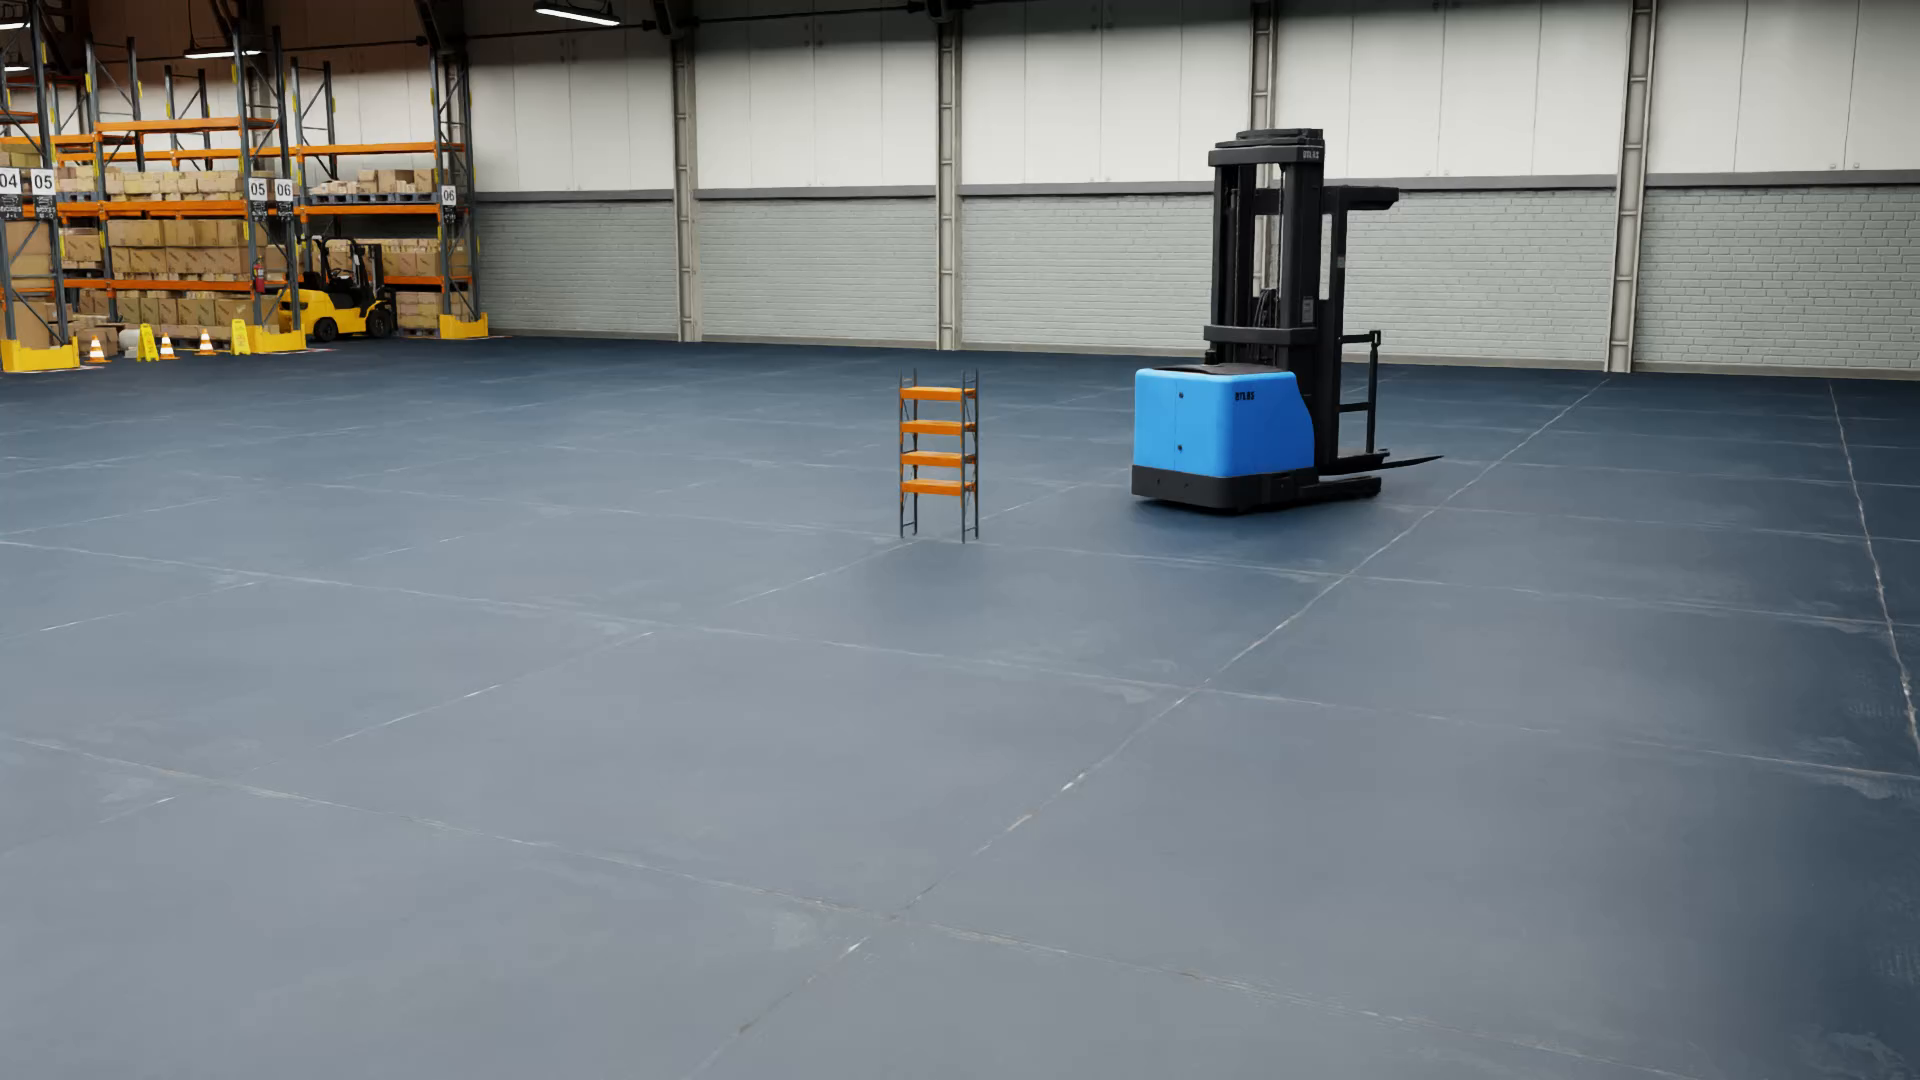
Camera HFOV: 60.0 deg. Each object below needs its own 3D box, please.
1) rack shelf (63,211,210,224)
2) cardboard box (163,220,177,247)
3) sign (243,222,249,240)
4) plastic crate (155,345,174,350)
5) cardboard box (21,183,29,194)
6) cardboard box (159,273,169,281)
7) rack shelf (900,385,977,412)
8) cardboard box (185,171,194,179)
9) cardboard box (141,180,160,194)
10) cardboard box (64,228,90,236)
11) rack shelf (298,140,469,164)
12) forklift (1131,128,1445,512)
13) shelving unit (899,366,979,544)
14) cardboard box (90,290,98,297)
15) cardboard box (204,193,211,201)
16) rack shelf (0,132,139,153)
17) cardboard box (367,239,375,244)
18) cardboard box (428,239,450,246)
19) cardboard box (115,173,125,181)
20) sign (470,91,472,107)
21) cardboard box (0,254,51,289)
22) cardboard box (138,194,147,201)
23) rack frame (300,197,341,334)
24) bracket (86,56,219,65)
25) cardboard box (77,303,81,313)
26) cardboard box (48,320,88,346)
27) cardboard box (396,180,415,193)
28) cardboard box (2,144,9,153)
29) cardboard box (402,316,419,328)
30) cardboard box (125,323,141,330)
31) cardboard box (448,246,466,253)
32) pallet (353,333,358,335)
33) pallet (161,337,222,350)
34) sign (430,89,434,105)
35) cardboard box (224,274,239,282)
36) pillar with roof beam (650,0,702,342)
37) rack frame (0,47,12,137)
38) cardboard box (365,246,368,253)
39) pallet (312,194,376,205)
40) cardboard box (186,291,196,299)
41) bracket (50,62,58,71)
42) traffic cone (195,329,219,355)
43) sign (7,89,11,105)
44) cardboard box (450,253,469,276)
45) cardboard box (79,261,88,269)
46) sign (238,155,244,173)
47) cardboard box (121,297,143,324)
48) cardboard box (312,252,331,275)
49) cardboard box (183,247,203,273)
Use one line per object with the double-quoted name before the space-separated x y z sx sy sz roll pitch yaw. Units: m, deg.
"rack shelf" -19.715 -7.781 39.900 4.000 0.370 1.077 5 11 26
"cardboard box" -14.834 -5.898 31.970 0.500 0.500 0.700 5 11 25
"sign" -13.203 -5.717 30.755 0.005 0.325 0.100 5 11 26
"plastic crate" -15.482 -3.702 31.961 0.583 0.080 0.402 1 10 6
"cardboard box" -18.733 -7.120 33.935 0.637 0.503 0.797 5 11 26
"cardboard box" -15.243 -5.092 32.145 0.250 0.149 0.380 5 11 26
"rack shelf" -0.148 -0.990 11.625 0.480 0.148 0.258 5 11 26
"cardboard box" -14.469 -6.920 31.585 0.250 0.149 0.380 5 11 24
"cardboard box" -15.343 -6.783 31.949 0.500 0.250 0.500 5 11 26
"cardboard box" -17.664 -6.167 33.268 0.250 0.149 0.380 5 11 24
"rack shelf" -12.540 -8.430 36.185 4.000 0.370 1.077 5 11 26
"forklift" 2.852 -1.842 13.680 3.031 2.935 1.130 -8 13 -38
"shelving unit" -0.148 -0.603 11.695 0.503 1.200 0.258 5 11 26
"cardboard box" -21.022 -6.033 40.658 0.250 0.149 0.380 5 11 24
"cardboard box" -14.042 -6.486 31.425 0.250 0.149 0.380 5 11 26
"rack shelf" -18.320 -7.952 33.545 4.000 0.370 1.077 5 11 26
"cardboard box" -12.757 -6.523 36.413 0.250 0.149 0.380 5 11 26
"cardboard box" -11.161 -6.381 35.626 0.250 0.149 0.380 5 11 26
"cardboard box" -16.143 -7.046 32.280 0.250 0.149 0.380 5 12 28
"sign" -10.496 -9.449 35.604 0.005 0.325 0.100 5 11 26
"cardboard box" -15.392 -4.376 27.063 0.550 0.550 0.875 5 11 26
"cardboard box" -15.668 -6.625 32.194 0.250 0.149 0.380 5 12 28
"rack frame" -14.334 -6.187 37.490 0.127 3.000 1.000 5 11 26
"bracket" -19.193 -11.445 39.594 4.783 0.066 0.076 5 11 26
"cardboard box" -21.996 -5.790 41.672 0.500 0.311 0.500 5 12 28
"cardboard box" -16.477 -3.723 30.508 0.503 0.637 0.797 5 11 26
"cardboard box" -11.852 -7.574 35.650 0.258 0.266 0.396 5 11 26
"cardboard box" -15.422 -6.377 27.129 0.250 0.149 0.380 5 11 26
"cardboard box" -11.750 -4.752 36.107 0.500 0.250 0.500 5 11 26
"cardboard box" -16.117 -4.158 32.821 0.500 0.250 0.500 4 11 23
"cardboard box" -10.936 -6.308 36.059 0.250 0.149 0.380 5 11 24
"pallet" -13.639 -4.745 37.355 1.213 0.211 1.003 5 11 26
"pallet" -14.811 -3.878 32.566 1.213 0.211 1.003 5 11 26
"sign" -11.000 -9.236 34.652 0.005 0.325 0.100 5 11 26
"cardboard box" -13.646 -4.952 31.376 0.250 0.149 0.380 5 11 25
"pillar with roof beam" -7.496 -7.862 29.902 0.548 9.000 9.100 5 11 26
"rack frame" -20.114 -8.661 34.316 0.127 3.000 1.000 5 11 26
"cardboard box" -12.787 -6.363 36.362 0.250 0.149 0.380 5 11 25
"pallet" -13.557 -7.556 36.883 1.213 0.211 1.003 5 11 26
"cardboard box" -14.592 -4.701 31.898 0.250 0.149 0.380 6 12 28
"bracket" -22.263 -11.715 41.085 0.430 0.232 0.235 5 11 26
"traffic cone" -13.896 -3.658 30.642 0.334 0.463 0.336 5 11 26
"sign" -19.883 -9.247 34.709 0.005 0.325 0.100 5 11 26
"cardboard box" -11.068 -6.004 36.201 0.500 0.500 0.500 5 12 28
"cardboard box" -17.339 -5.497 33.204 0.250 0.149 0.380 5 11 24
"sign" -13.203 -6.903 30.540 0.005 0.325 0.100 5 11 26
"cardboard box" -16.117 -4.527 32.754 0.500 0.500 0.500 6 12 29
"cardboard box" -14.051 -6.159 37.058 0.500 0.500 0.500 5 11 24
"cardboard box" -14.442 -5.353 31.768 0.500 0.500 0.500 5 11 26
